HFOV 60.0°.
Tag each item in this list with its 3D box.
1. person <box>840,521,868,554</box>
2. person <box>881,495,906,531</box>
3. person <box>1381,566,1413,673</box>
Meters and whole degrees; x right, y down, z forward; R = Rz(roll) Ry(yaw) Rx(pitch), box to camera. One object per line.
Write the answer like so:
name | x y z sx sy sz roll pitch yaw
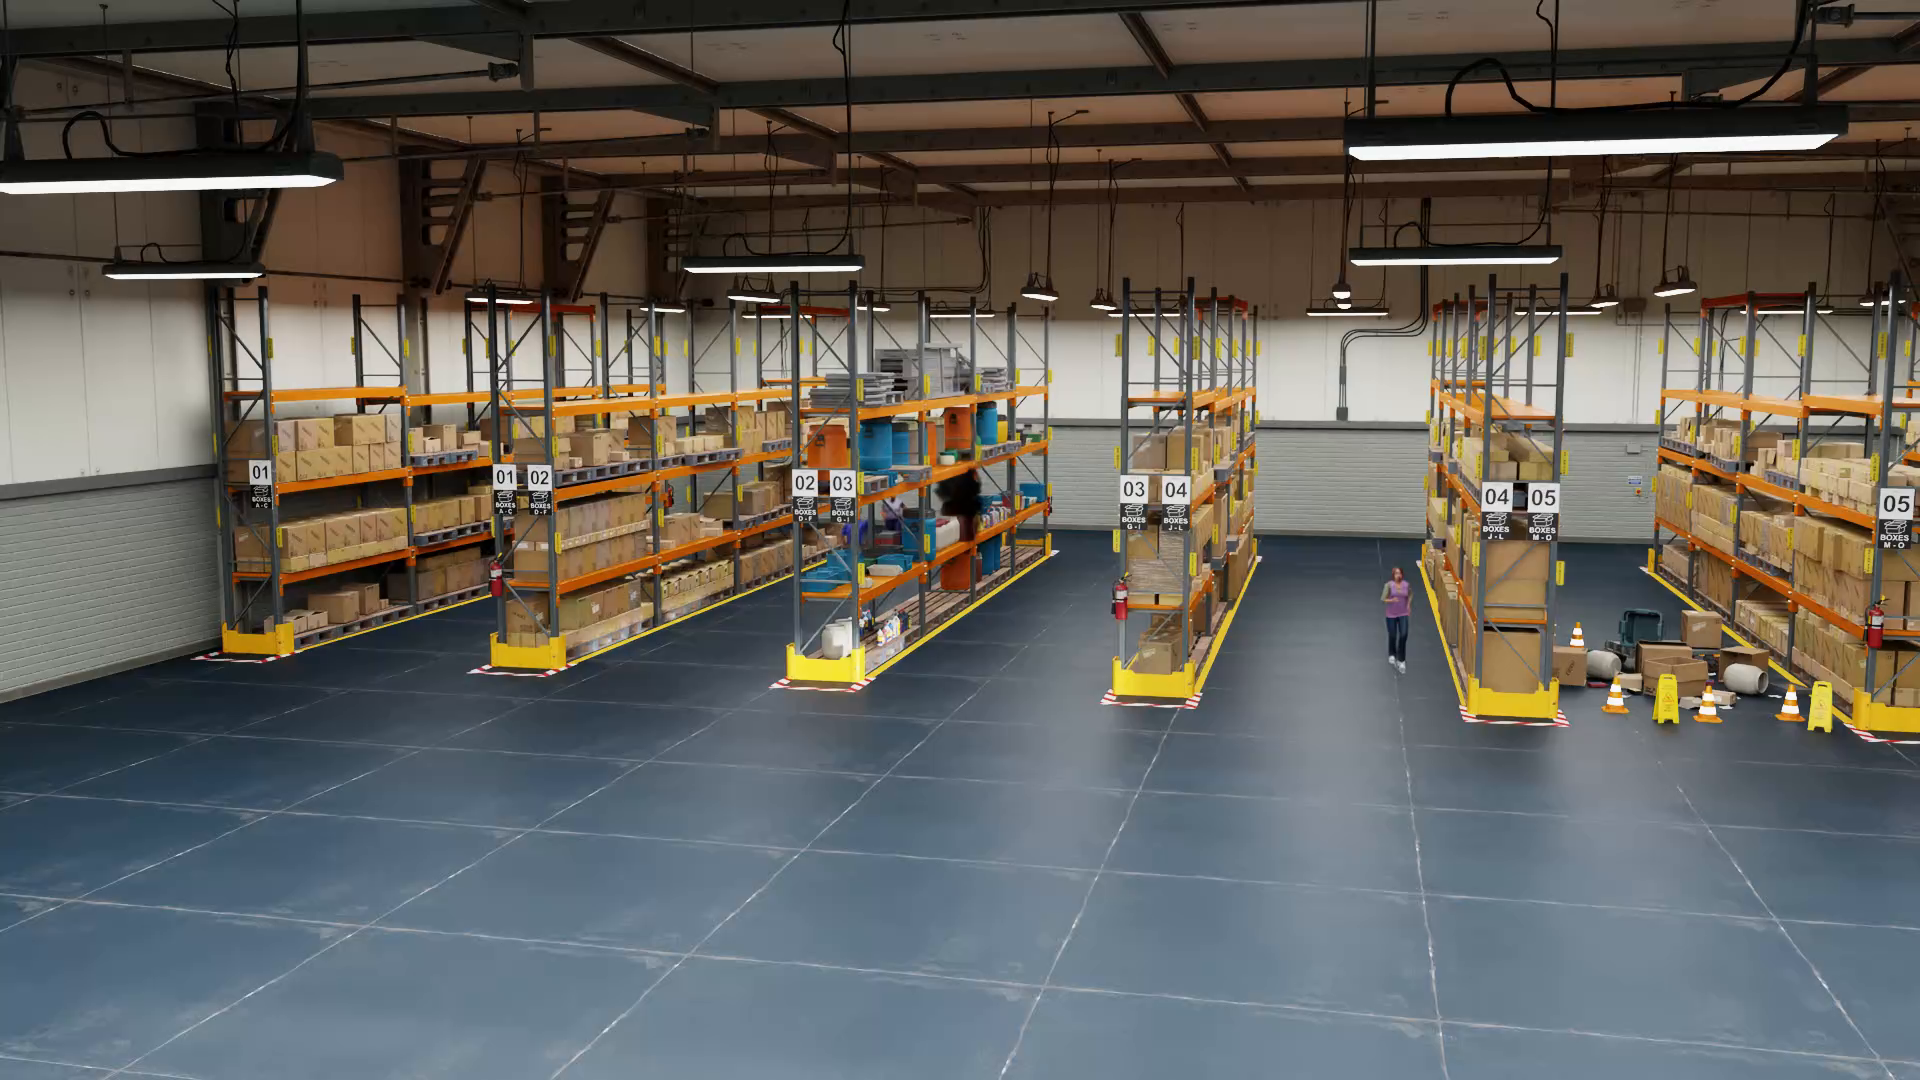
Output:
person | -2.029 0.228 32.098 0.585 1.651 0.758 1 7 8
person | -1.598 -0.395 40.047 0.595 1.648 0.889 0 7 3
person | 6.830 1.230 26.002 0.522 1.624 0.700 1 7 8
